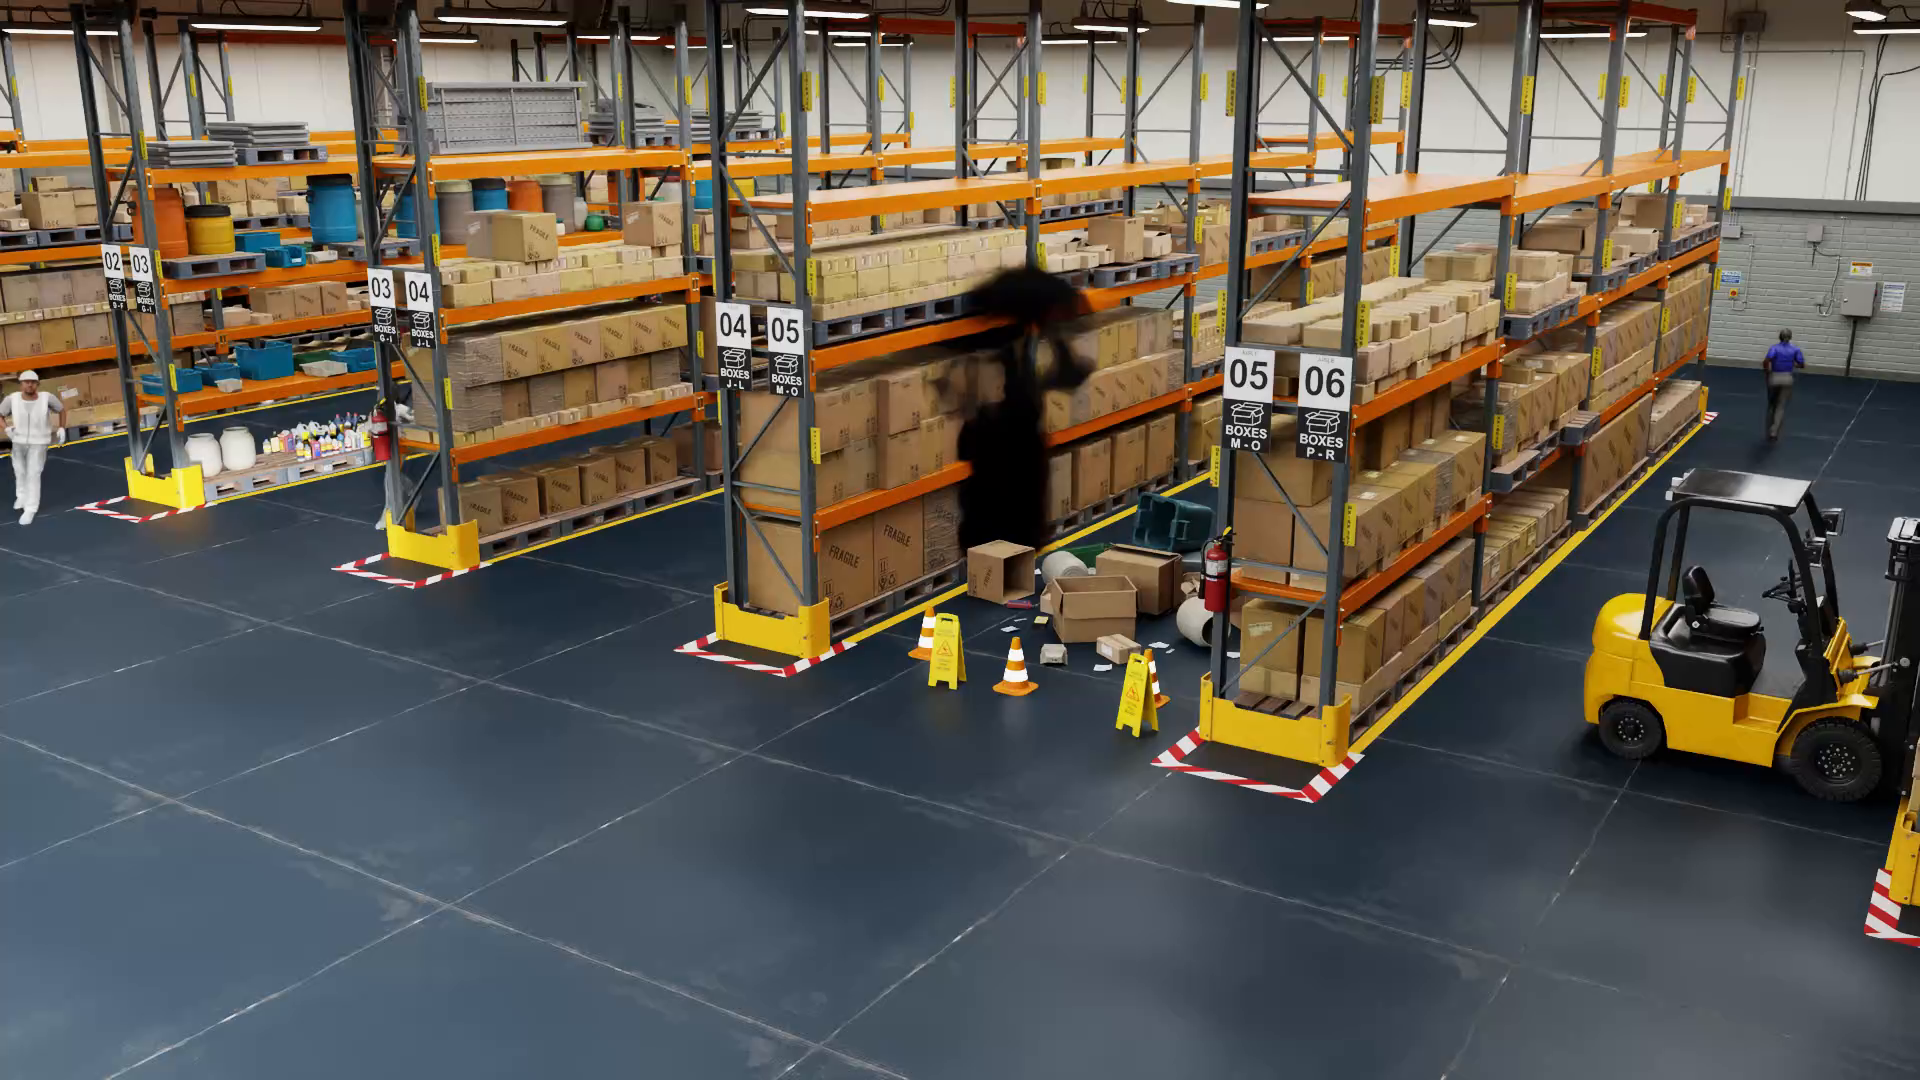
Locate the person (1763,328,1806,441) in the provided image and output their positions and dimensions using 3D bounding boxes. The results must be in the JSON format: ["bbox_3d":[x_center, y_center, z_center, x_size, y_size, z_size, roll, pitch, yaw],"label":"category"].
[{"bbox_3d":[11.918,-2.216,24.130,0.555,1.706,0.816,8,17,27],"label":"person"}]

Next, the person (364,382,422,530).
[{"bbox_3d":[-6.747,-1.063,19.821,0.585,1.720,0.883,7,17,22],"label":"person"}]

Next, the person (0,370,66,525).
[{"bbox_3d":[-11.187,-1.158,20.048,0.739,1.774,0.953,-5,16,-17],"label":"person"}]
